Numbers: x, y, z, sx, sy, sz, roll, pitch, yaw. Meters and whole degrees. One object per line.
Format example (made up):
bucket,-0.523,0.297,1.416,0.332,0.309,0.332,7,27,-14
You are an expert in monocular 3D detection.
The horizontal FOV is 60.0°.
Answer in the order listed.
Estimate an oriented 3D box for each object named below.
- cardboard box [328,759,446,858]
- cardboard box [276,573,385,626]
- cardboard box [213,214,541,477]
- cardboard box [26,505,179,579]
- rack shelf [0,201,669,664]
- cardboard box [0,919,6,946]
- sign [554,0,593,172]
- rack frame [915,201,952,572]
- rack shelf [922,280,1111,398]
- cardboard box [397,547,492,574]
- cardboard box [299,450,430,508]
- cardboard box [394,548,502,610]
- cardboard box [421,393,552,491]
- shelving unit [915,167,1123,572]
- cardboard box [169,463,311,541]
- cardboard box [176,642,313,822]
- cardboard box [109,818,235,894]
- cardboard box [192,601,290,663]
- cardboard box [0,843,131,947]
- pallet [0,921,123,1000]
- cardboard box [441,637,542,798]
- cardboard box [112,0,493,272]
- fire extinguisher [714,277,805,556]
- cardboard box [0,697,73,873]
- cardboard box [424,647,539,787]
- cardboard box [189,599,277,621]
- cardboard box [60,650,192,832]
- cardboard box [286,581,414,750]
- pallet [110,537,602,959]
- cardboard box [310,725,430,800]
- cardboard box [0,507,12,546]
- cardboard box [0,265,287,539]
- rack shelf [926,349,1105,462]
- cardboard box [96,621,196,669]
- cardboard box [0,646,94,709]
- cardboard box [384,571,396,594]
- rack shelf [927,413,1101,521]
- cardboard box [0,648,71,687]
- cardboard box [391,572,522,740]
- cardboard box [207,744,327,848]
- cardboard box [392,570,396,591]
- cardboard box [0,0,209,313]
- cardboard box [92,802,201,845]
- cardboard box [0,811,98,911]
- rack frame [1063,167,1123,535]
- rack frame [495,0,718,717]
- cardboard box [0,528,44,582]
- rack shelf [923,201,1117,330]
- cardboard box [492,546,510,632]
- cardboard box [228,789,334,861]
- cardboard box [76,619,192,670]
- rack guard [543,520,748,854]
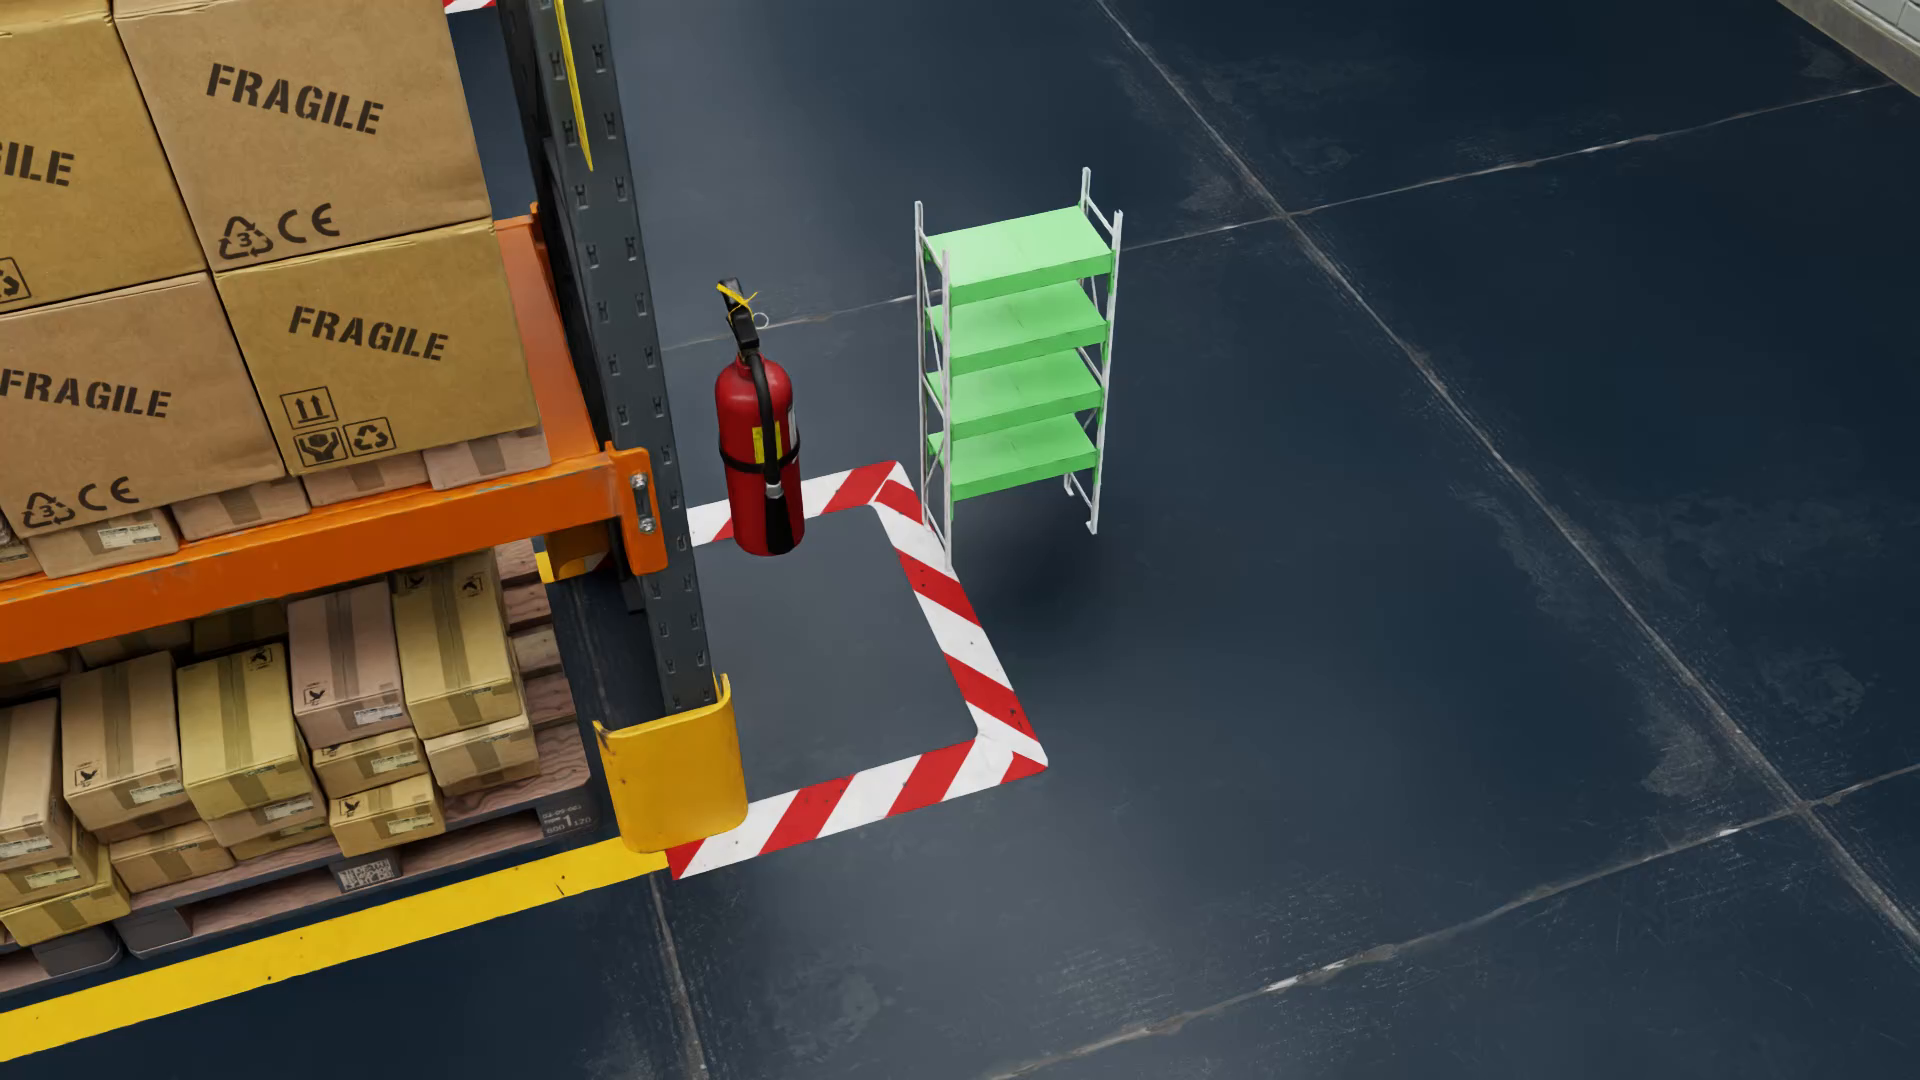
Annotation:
cardboard box,-1.477,0.592,4.258,0.250,0.149,0.380,-13,47,-13
cardboard box,-1.672,0.034,4.395,0.250,0.149,0.380,-14,47,-13
cardboard box,-1.180,-0.521,3.371,0.500,0.500,0.500,-13,47,-13
cardboard box,-1.765,-0.123,3.432,0.250,0.149,0.380,-13,47,-13
rack shelf,-2.726,0.074,3.566,4.000,0.370,1.077,-14,47,-14
cardboard box,-2.465,0.822,4.029,0.250,0.149,0.380,-13,47,-13
sign,-0.675,-0.806,2.895,0.005,0.325,0.100,-14,47,-14
rack frame,-0.074,-0.405,4.806,0.015,1.200,0.240,-14,47,-14
rack shelf,0.156,-0.588,4.740,0.480,0.148,0.258,-14,47,-14
cardboard box,-1.453,-0.113,4.541,0.250,0.149,0.380,-16,47,-16
cardboard box,-1.302,-0.270,3.579,0.250,0.149,0.380,-14,47,-14
cardboard box,-1.425,0.047,4.591,0.250,0.149,0.380,-13,46,-12
cardboard box,-1.056,-0.305,3.614,0.250,0.149,0.380,-14,47,-14
shelving unit,0.156,-0.463,4.865,0.503,1.200,0.258,-14,47,-14
cardboard box,-1.533,-0.200,3.509,0.250,0.149,0.380,-15,47,-14
cardboard box,-1.713,0.453,3.977,0.250,0.149,0.380,-15,47,-15
cardboard box,-1.982,0.667,4.184,0.250,0.149,0.380,-14,47,-13
cardboard box,-1.902,0.194,4.446,0.250,0.149,0.380,-14,47,-13
cardboard box,-2.201,0.770,4.081,0.250,0.149,0.380,-16,47,-16
pallet,-2.838,0.805,4.299,1.213,0.211,1.003,-14,47,-14
cardboard box,-1.269,0.463,4.387,0.250,0.149,0.380,-14,47,-13
cardboard box,-1.191,-0.878,3.021,0.500,0.500,0.500,-15,47,-15
fire extinguisher,-0.451,-0.255,3.704,0.183,0.674,0.296,-14,47,-14
cardboard box,-2.212,0.574,3.856,0.250,0.149,0.380,-13,46,-12
cardboard box,-1.244,0.410,4.230,0.250,0.149,0.380,-16,47,-15
cardboard box,-1.952,0.009,4.420,0.250,0.149,0.380,-14,47,-14
cardboard box,-1.978,0.473,3.957,0.250,0.149,0.380,-16,47,-15
cardboard box,-1.513,0.306,4.124,0.250,0.149,0.380,-13,47,-13
pallet,-1.693,0.514,4.589,1.213,0.211,1.003,-14,47,-14
cardboard box,-1.509,0.437,4.203,0.250,0.149,0.380,-15,47,-15
cardboard box,-2.140,-0.273,3.123,0.500,0.500,0.500,-14,47,-14
cardboard box,-1.666,-0.401,3.251,0.500,0.500,0.500,-15,47,-15
rack shelf,0.156,-0.418,4.910,0.480,0.148,0.258,-14,47,-14
cardboard box,-2.180,0.183,4.456,0.250,0.149,0.380,-13,47,-13
cardboard box,-2.397,0.310,4.330,0.250,0.149,0.380,-16,47,-16
cardboard box,-1.702,0.076,4.563,0.250,0.149,0.380,-15,47,-14
rack shelf,0.156,-0.249,5.080,0.480,0.148,0.258,-14,47,-14
cardboard box,-2.421,0.184,4.245,0.250,0.149,0.380,-13,46,-12
cardboard box,-1.257,0.284,4.146,0.250,0.149,0.380,-14,47,-13
cardboard box,-1.733,0.536,4.105,0.250,0.149,0.380,-16,47,-15
cardboard box,-1.665,0.228,4.622,0.250,0.149,0.380,-15,47,-14
cardboard box,-1.668,-0.756,2.899,0.500,0.500,0.500,-16,47,-15
cardboard box,-2.020,0.532,4.109,0.250,0.149,0.380,-15,47,-14
cardboard box,-2.215,0.669,3.972,0.250,0.149,0.380,-14,47,-13
rack frame,0.385,-0.522,4.923,0.015,1.200,0.240,-14,47,-14
rack frame,-0.845,-0.661,3.791,0.127,3.000,1.000,-14,47,-14
cardboard box,-2.023,-0.079,3.389,0.250,0.149,0.380,-16,47,-16
rack shelf,0.156,-0.757,4.570,0.480,0.148,0.258,-14,47,-14
cardboard box,-1.446,0.110,4.739,0.250,0.149,0.380,-13,47,-13
cardboard box,-1.755,0.598,4.252,0.250,0.149,0.380,-15,47,-14
cardboard box,-2.157,0.124,4.305,0.250,0.149,0.380,-16,47,-16
rack guard,-0.916,0.240,4.658,0.348,0.500,1.175,-14,47,-14
